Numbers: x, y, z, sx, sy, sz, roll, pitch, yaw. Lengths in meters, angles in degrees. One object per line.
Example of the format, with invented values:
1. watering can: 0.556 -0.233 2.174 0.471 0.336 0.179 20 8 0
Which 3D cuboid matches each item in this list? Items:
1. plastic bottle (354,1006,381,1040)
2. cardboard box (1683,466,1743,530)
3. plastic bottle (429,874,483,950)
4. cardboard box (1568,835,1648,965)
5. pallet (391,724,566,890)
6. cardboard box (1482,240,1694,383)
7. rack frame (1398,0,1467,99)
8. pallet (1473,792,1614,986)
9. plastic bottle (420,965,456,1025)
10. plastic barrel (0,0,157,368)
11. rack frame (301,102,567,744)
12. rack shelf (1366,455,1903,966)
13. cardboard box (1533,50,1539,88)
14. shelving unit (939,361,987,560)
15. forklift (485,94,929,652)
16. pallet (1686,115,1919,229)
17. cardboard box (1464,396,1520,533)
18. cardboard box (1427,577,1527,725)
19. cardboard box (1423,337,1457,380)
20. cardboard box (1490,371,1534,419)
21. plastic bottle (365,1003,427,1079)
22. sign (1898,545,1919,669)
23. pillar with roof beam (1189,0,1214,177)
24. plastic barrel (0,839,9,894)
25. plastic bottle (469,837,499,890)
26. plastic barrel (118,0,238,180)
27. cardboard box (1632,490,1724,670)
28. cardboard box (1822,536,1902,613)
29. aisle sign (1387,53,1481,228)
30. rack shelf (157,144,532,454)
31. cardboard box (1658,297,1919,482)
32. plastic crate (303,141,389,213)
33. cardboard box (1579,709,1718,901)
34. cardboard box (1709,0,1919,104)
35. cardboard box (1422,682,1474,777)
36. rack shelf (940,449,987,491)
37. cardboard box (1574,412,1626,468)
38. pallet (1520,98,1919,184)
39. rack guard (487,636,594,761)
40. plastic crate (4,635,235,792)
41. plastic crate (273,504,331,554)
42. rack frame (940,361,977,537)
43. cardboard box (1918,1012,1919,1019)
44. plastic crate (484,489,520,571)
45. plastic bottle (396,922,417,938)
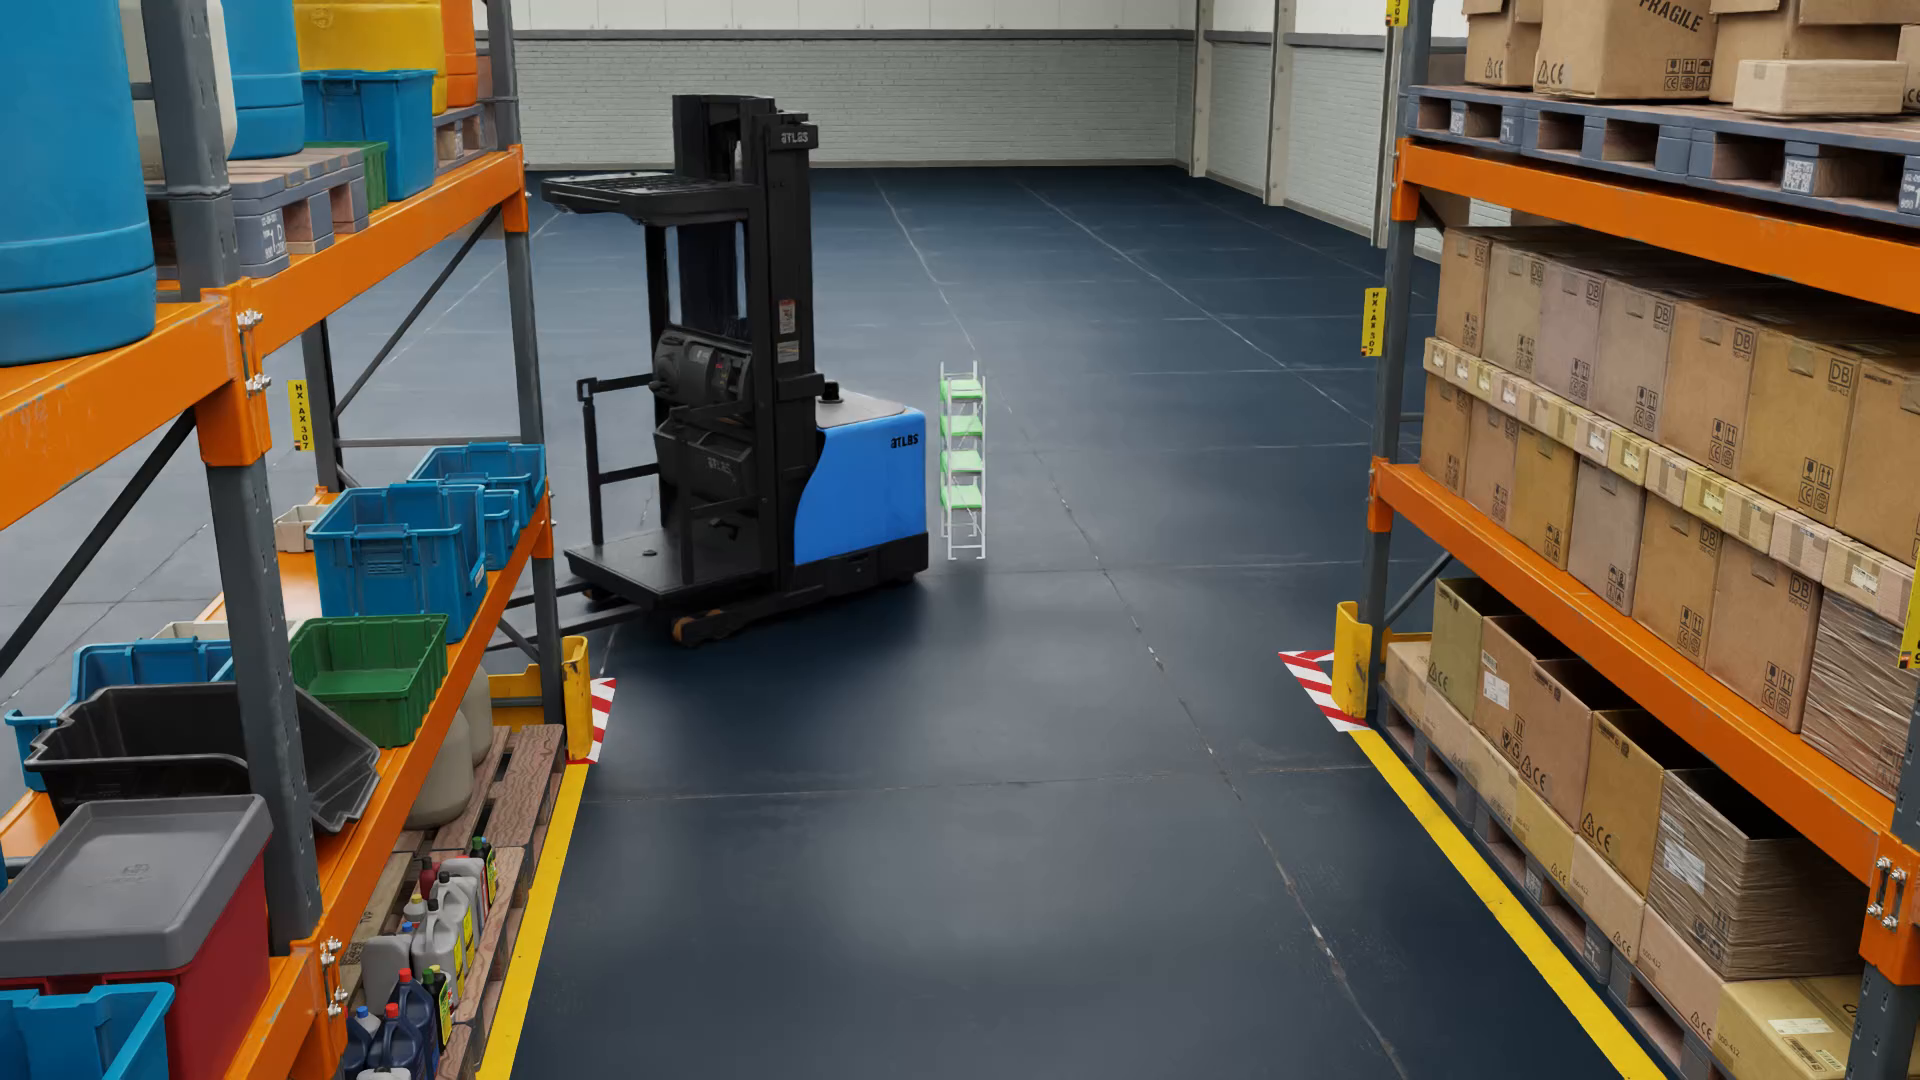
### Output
1. plastic bottle: -1.807 1.546 5.066 0.097 0.271 0.097 0 17 0
2. cardboard box: 2.581 -0.140 5.365 0.380 0.149 0.250 -2 18 -6
3. plastic bottle: -1.776 1.296 5.855 0.152 0.276 0.135 -2 18 -7
4. cardboard box: 2.552 1.277 5.990 0.500 0.250 0.500 -2 18 -6
5. pallet: -2.281 1.149 7.165 1.003 0.211 1.213 -2 18 -6
6. cardboard box: 2.614 -0.952 6.868 0.700 0.500 0.500 -2 18 -7
7. rack frame: 2.513 -3.459 7.172 1.000 3.000 0.127 -2 18 -6
8. pallet: 2.756 1.323 6.611 1.003 0.211 1.213 -2 18 -6
9. plastic bottle: -1.698 1.477 5.401 0.097 0.201 0.097 0 17 0
10. plastic barrel: -1.733 -0.779 2.805 0.600 0.901 0.708 -2 18 -6
11. rack frame: -2.414 -0.445 7.586 1.000 3.000 0.127 -2 18 -6
12. rack shelf: 2.719 0.342 6.280 1.077 0.370 4.000 -2 18 -6
13. cardboard box: 2.459 -1.819 6.441 0.380 0.149 0.250 -2 18 -6
14. shelving unit: 0.017 -0.523 10.840 0.258 1.200 0.503 -2 18 -6
15. forklift: -1.632 -0.977 9.395 3.031 2.935 1.130 -15 23 -39
16. pallet: 2.812 -1.047 4.645 1.003 0.211 1.213 -2 18 -6
17. cardboard box: 2.607 -0.349 7.113 0.700 0.500 0.500 -1 17 -4
18. cardboard box: 2.401 0.472 7.302 0.500 0.500 0.500 -2 18 -6
19. cardboard box: 2.339 -0.830 7.565 0.380 0.149 0.250 -2 18 -6
20. cardboard box: 2.417 -0.602 6.838 0.380 0.149 0.250 -2 18 -6
21. plastic bottle: -1.672 1.547 4.928 0.144 0.351 0.185 -1 17 -4
22. sign: 2.374 0.162 4.077 0.100 0.325 0.005 -2 18 -6
23. pillar with roof beam: 0.996 -12.236 35.130 9.100 9.000 0.400 -2 18 -6
24. plastic barrel: -2.263 0.632 3.319 0.600 0.901 0.708 -2 18 -6
25. plastic bottle: -1.789 1.214 6.240 0.097 0.201 0.097 0 17 0
26. plastic barrel: -1.851 -1.072 3.689 0.421 0.512 0.421 0 17 0
27. cardboard box: 2.765 0.109 5.656 0.700 0.500 0.500 -2 17 -5
28. cardboard box: 2.661 0.090 4.634 0.380 0.149 0.250 -2 18 -7
29. aisle sign: 2.202 -1.847 7.713 0.394 0.787 0.004 -2 18 -6
30. rack shelf: -2.208 -0.937 5.347 1.077 0.370 4.000 -2 18 -6
31. cardboard box: 2.769 -0.503 5.440 0.700 0.500 0.500 -2 18 -6
32. plastic crate: -1.894 -1.062 4.897 0.336 0.188 0.450 -2 18 -6
33. cardboard box: 2.565 0.919 5.879 0.500 0.500 0.500 -2 18 -6
34. cardboard box: 2.881 -1.647 5.301 0.797 0.503 0.637 0 17 0
35. cardboard box: 2.402 0.830 7.414 0.500 0.250 0.500 -2 18 -6
36. rack shelf: 0.017 -0.462 10.859 0.258 0.148 0.480 -2 18 -6
37. cardboard box: 2.497 -0.372 6.106 0.380 0.149 0.250 -2 18 -5
38. pallet: 2.689 -1.410 5.800 1.003 0.211 1.213 -2 18 -6
39. rack guard: -2.360 0.769 7.893 1.175 0.500 0.348 -2 18 -6
40. plastic crate: -2.386 0.496 4.836 0.499 0.251 0.616 -2 18 -6
41. plastic crate: -2.642 -0.043 6.745 0.298 0.136 0.250 -2 18 -6
42. rack frame: -0.008 -0.596 11.072 0.240 1.200 0.015 -2 18 -6
43. cardboard box: 3.179 1.559 5.093 0.500 0.250 0.500 -2 18 -6
44. plastic crate: -2.004 -0.040 6.546 0.499 0.251 0.408 -2 18 -6
45. plastic bottle: -1.870 1.397 5.656 0.097 0.201 0.097 0 17 0
